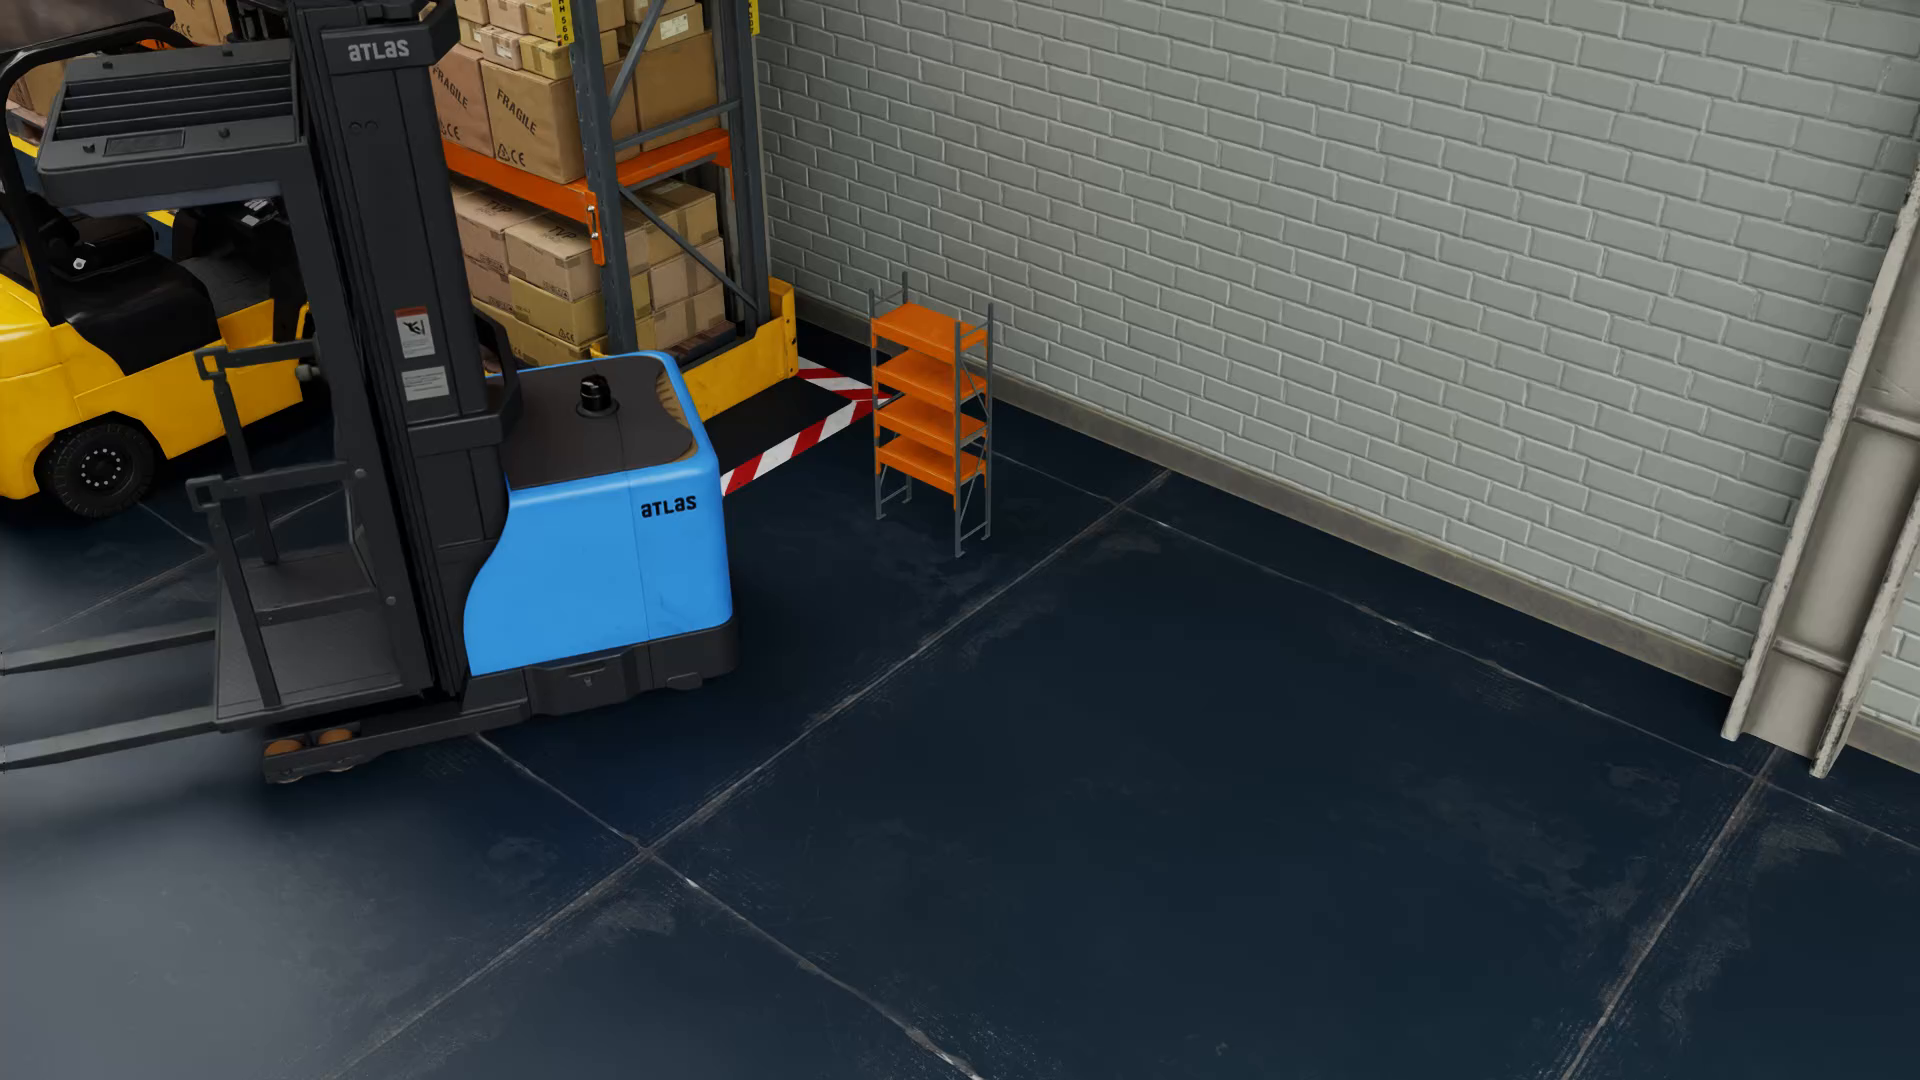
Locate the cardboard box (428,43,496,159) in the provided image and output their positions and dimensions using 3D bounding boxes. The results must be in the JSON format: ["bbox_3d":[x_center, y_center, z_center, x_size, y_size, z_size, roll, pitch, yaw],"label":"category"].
[{"bbox_3d":[-2.319,-2.279,8.330,0.500,0.500,0.500,27,43,33],"label":"cardboard box"}]

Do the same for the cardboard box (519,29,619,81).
[{"bbox_3d":[-1.825,-2.294,7.779,0.250,0.149,0.380,26,42,32],"label":"cardboard box"}]

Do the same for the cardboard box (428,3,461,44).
[{"bbox_3d":[-2.384,-2.589,8.209,0.250,0.149,0.380,25,42,32],"label":"cardboard box"}]

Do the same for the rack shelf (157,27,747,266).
[{"bbox_3d":[-2.917,-2.409,9.244,4.000,0.370,1.077,25,42,32],"label":"rack shelf"}]

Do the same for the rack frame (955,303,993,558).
[{"bbox_3d":[0.060,-0.466,7.369,0.015,1.200,0.240,25,42,32],"label":"rack frame"}]

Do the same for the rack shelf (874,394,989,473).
[{"bbox_3d":[-0.127,-0.499,7.536,0.480,0.148,0.258,25,42,32],"label":"rack shelf"}]

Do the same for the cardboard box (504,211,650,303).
[{"bbox_3d":[-1.933,-1.464,8.407,0.500,0.250,0.500,27,43,33],"label":"cardboard box"}]

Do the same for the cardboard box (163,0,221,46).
[{"bbox_3d":[-4.280,-3.197,9.668,0.500,0.500,0.500,24,41,31],"label":"cardboard box"}]

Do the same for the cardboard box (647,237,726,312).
[{"bbox_3d":[-1.608,-1.488,8.883,0.500,0.250,0.500,26,42,33],"label":"cardboard box"}]

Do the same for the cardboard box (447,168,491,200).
[{"bbox_3d":[-2.723,-1.825,8.933,0.500,0.250,0.500,26,42,32],"label":"cardboard box"}]

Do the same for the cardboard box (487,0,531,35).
[{"bbox_3d":[-1.999,-2.527,7.855,0.250,0.149,0.380,25,42,32],"label":"cardboard box"}]

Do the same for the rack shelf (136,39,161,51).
[{"bbox_3d":[-5.991,-3.858,11.354,4.000,0.370,1.077,25,42,32],"label":"rack shelf"}]

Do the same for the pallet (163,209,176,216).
[{"bbox_3d":[-5.045,-2.531,11.249,1.213,0.211,1.003,25,42,32],"label":"pallet"}]

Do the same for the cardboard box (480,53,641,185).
[{"bbox_3d":[-1.926,-2.087,8.051,0.500,0.500,0.500,24,41,31],"label":"cardboard box"}]

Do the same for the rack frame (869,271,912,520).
[{"bbox_3d":[-0.315,-0.643,7.626,0.015,1.200,0.240,25,42,32],"label":"rack frame"}]

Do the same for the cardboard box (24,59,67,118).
[{"bbox_3d":[-6.032,-3.364,11.726,0.625,0.625,0.875,23,41,30],"label":"cardboard box"}]

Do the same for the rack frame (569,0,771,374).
[{"bbox_3d":[-1.380,-1.981,7.986,0.127,3.000,1.000,25,42,32],"label":"rack frame"}]

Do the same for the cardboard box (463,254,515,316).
[{"bbox_3d":[-2.332,-1.454,8.834,0.500,0.250,0.500,25,42,31],"label":"cardboard box"}]

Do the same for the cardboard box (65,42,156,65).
[{"bbox_3d":[-5.453,-3.093,11.331,0.625,0.625,0.875,25,42,31],"label":"cardboard box"}]

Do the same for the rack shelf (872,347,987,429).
[{"bbox_3d":[-0.127,-0.683,7.409,0.480,0.148,0.258,25,42,32],"label":"rack shelf"}]

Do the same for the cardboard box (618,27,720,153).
[{"bbox_3d":[-1.583,-2.323,8.395,0.500,0.500,0.500,27,43,33],"label":"cardboard box"}]

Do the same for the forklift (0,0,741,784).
[{"bbox_3d":[-2.484,-0.612,6.053,3.031,2.935,1.130,-11,36,-16],"label":"forklift"}]

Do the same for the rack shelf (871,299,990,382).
[{"bbox_3d":[-0.127,-0.878,7.275,0.480,0.148,0.258,25,42,32],"label":"rack shelf"}]

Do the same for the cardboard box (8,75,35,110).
[{"bbox_3d":[-6.550,-3.608,12.081,0.625,0.625,0.875,27,43,33],"label":"cardboard box"}]

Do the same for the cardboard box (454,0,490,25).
[{"bbox_3d":[-2.218,-2.610,7.976,0.250,0.149,0.380,26,42,33],"label":"cardboard box"}]

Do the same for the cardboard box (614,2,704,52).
[{"bbox_3d":[-1.474,-2.526,8.117,0.250,0.149,0.380,24,41,31],"label":"cardboard box"}]

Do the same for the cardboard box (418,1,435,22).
[{"bbox_3d":[-2.620,-2.665,8.320,0.250,0.149,0.380,24,41,30],"label":"cardboard box"}]

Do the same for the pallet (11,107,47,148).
[{"bbox_3d":[-5.987,-2.973,11.892,1.213,0.211,1.003,25,42,32],"label":"pallet"}]

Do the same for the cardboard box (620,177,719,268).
[{"bbox_3d":[-1.628,-1.690,8.736,0.500,0.250,0.500,25,41,31],"label":"cardboard box"}]

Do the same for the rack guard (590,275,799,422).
[{"bbox_3d":[-1.361,-0.942,8.681,0.348,0.500,1.175,25,42,32],"label":"rack guard"}]

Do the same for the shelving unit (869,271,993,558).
[{"bbox_3d":[-0.127,-0.555,7.498,0.503,1.200,0.258,25,42,32],"label":"shelving unit"}]

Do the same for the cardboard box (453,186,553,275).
[{"bbox_3d":[-2.329,-1.647,8.673,0.500,0.250,0.500,26,42,33],"label":"cardboard box"}]

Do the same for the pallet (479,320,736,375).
[{"bbox_3d":[-1.994,-1.091,9.152,1.213,0.211,1.003,25,42,32],"label":"pallet"}]

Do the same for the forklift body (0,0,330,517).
[{"bbox_3d":[-4.004,-1.525,8.070,1.214,2.155,2.313,25,42,32],"label":"forklift body"}]

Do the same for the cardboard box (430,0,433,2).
[{"bbox_3d":[-2.633,-2.778,8.222,0.250,0.149,0.380,26,42,33],"label":"cardboard box"}]

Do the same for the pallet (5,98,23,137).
[{"bbox_3d":[-6.920,-3.415,12.536,1.213,0.211,1.003,25,42,32],"label":"pallet"}]

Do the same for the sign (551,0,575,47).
[{"bbox_3d":[-1.738,-2.325,7.254,0.005,0.325,0.100,25,42,32],"label":"sign"}]

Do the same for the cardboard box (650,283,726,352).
[{"bbox_3d":[-1.632,-1.284,9.028,0.500,0.250,0.500,25,42,32],"label":"cardboard box"}]

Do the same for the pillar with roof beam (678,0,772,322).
[{"bbox_3d":[-4.093,-3.226,4.498,0.400,9.000,9.100,25,42,32],"label":"pillar with roof beam"}]

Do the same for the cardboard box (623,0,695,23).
[{"bbox_3d":[-1.501,-2.627,8.002,0.250,0.149,0.380,24,41,31],"label":"cardboard box"}]

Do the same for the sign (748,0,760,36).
[{"bbox_3d":[-1.020,-2.610,8.067,0.005,0.325,0.100,25,42,32],"label":"sign"}]

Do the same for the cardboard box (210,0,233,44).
[{"bbox_3d":[-3.869,-3.016,9.403,0.500,0.500,0.500,26,42,33],"label":"cardboard box"}]

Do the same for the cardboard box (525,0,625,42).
[{"bbox_3d":[-1.790,-2.451,7.745,0.250,0.149,0.380,25,42,32],"label":"cardboard box"}]

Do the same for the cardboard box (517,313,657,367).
[{"bbox_3d":[-1.943,-1.054,8.693,0.500,0.250,0.500,26,42,32],"label":"cardboard box"}]

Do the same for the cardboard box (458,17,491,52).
[{"bbox_3d":[-2.201,-2.494,8.071,0.250,0.149,0.380,26,42,33],"label":"cardboard box"}]

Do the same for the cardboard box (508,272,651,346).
[{"bbox_3d":[-1.954,-1.268,8.562,0.500,0.250,0.500,25,41,31],"label":"cardboard box"}]

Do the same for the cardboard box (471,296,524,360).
[{"bbox_3d":[-2.319,-1.238,8.961,0.500,0.250,0.500,25,42,32],"label":"cardboard box"}]

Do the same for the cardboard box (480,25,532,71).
[{"bbox_3d":[-2.041,-2.373,7.895,0.250,0.149,0.380,26,42,33],"label":"cardboard box"}]

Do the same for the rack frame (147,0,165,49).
[{"bbox_3d":[-4.454,-3.430,10.095,0.127,3.000,1.000,25,42,32],"label":"rack frame"}]

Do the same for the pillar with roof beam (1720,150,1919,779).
[{"bbox_3d":[0.519,-1.053,1.334,0.400,9.000,9.100,25,42,32],"label":"pillar with roof beam"}]

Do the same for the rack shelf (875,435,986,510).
[{"bbox_3d":[-0.127,-0.335,7.648,0.480,0.148,0.258,25,42,32],"label":"rack shelf"}]
